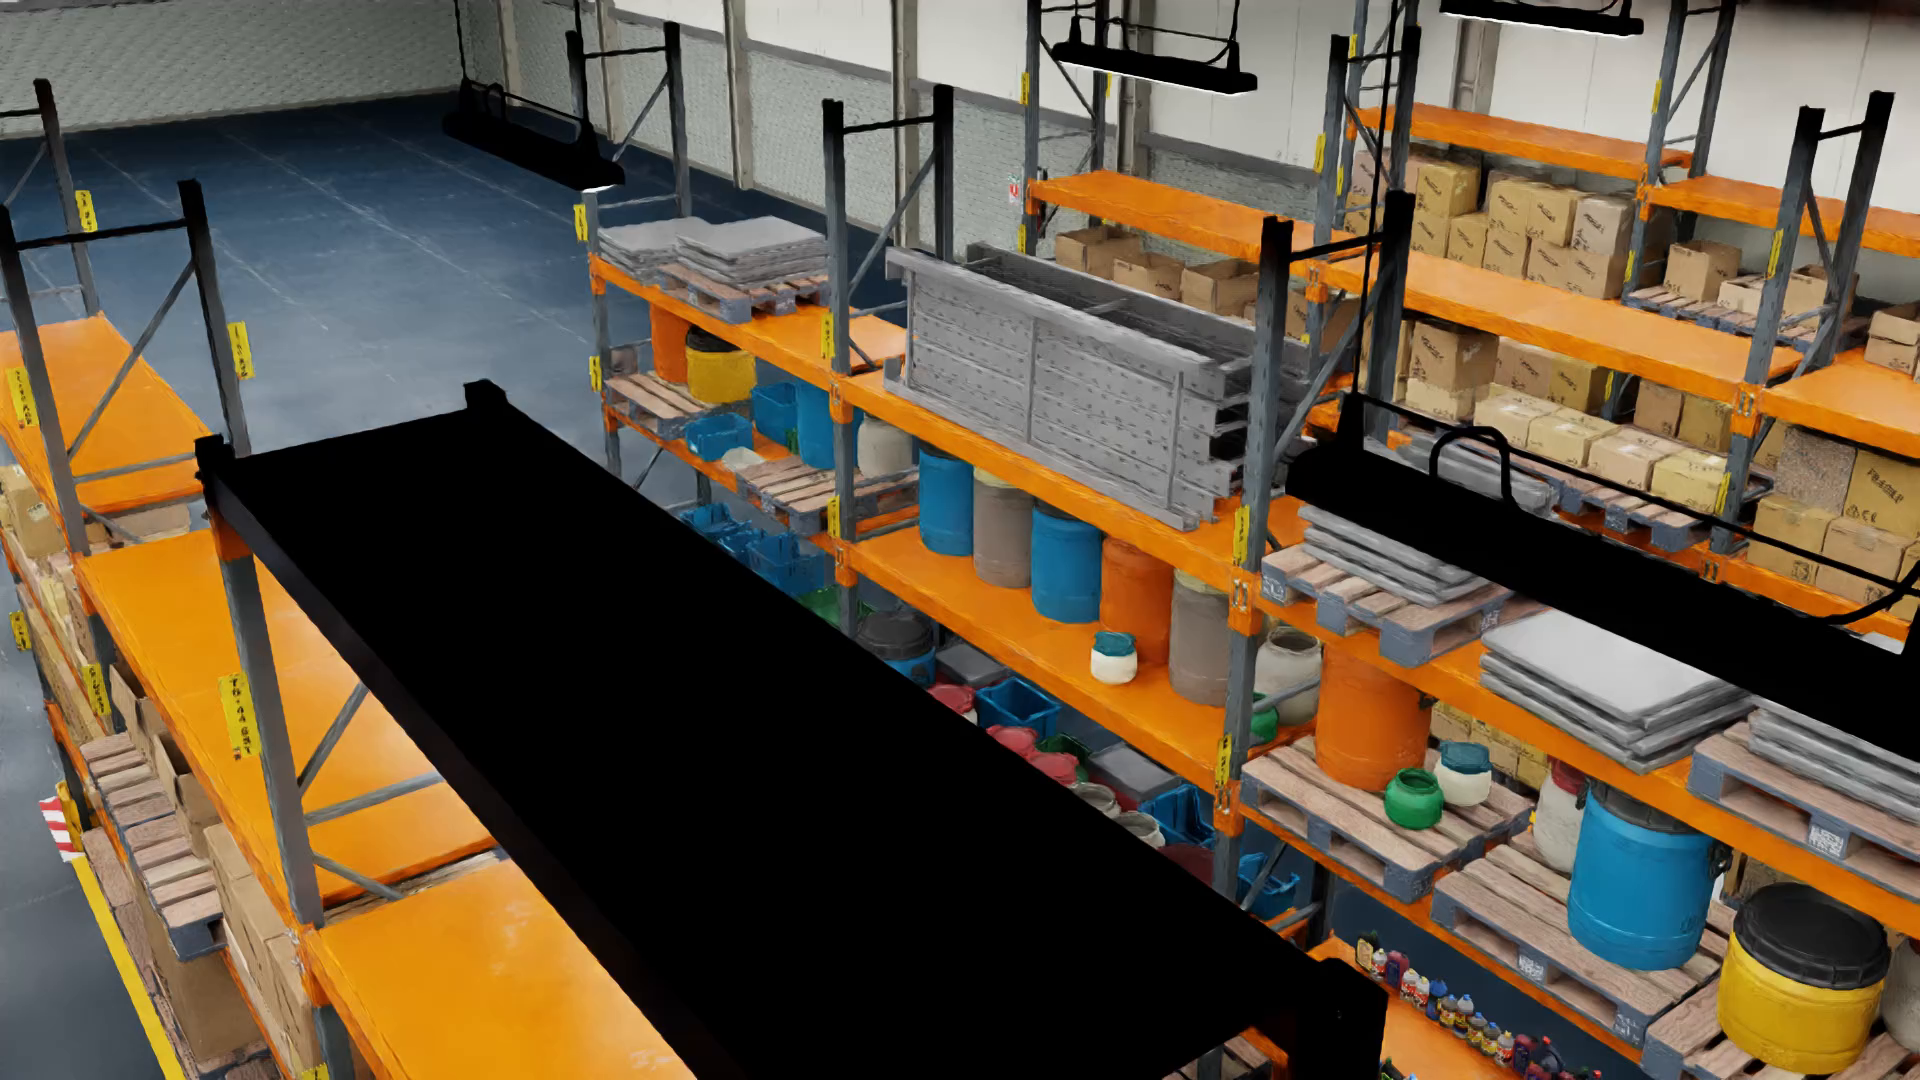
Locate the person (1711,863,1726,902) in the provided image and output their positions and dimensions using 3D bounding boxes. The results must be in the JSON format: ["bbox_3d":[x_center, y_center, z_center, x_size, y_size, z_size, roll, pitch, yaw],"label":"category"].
[{"bbox_3d":[4.844,2.693,11.144,0.688,1.712,0.782,-15,29,-28],"label":"person"}]
